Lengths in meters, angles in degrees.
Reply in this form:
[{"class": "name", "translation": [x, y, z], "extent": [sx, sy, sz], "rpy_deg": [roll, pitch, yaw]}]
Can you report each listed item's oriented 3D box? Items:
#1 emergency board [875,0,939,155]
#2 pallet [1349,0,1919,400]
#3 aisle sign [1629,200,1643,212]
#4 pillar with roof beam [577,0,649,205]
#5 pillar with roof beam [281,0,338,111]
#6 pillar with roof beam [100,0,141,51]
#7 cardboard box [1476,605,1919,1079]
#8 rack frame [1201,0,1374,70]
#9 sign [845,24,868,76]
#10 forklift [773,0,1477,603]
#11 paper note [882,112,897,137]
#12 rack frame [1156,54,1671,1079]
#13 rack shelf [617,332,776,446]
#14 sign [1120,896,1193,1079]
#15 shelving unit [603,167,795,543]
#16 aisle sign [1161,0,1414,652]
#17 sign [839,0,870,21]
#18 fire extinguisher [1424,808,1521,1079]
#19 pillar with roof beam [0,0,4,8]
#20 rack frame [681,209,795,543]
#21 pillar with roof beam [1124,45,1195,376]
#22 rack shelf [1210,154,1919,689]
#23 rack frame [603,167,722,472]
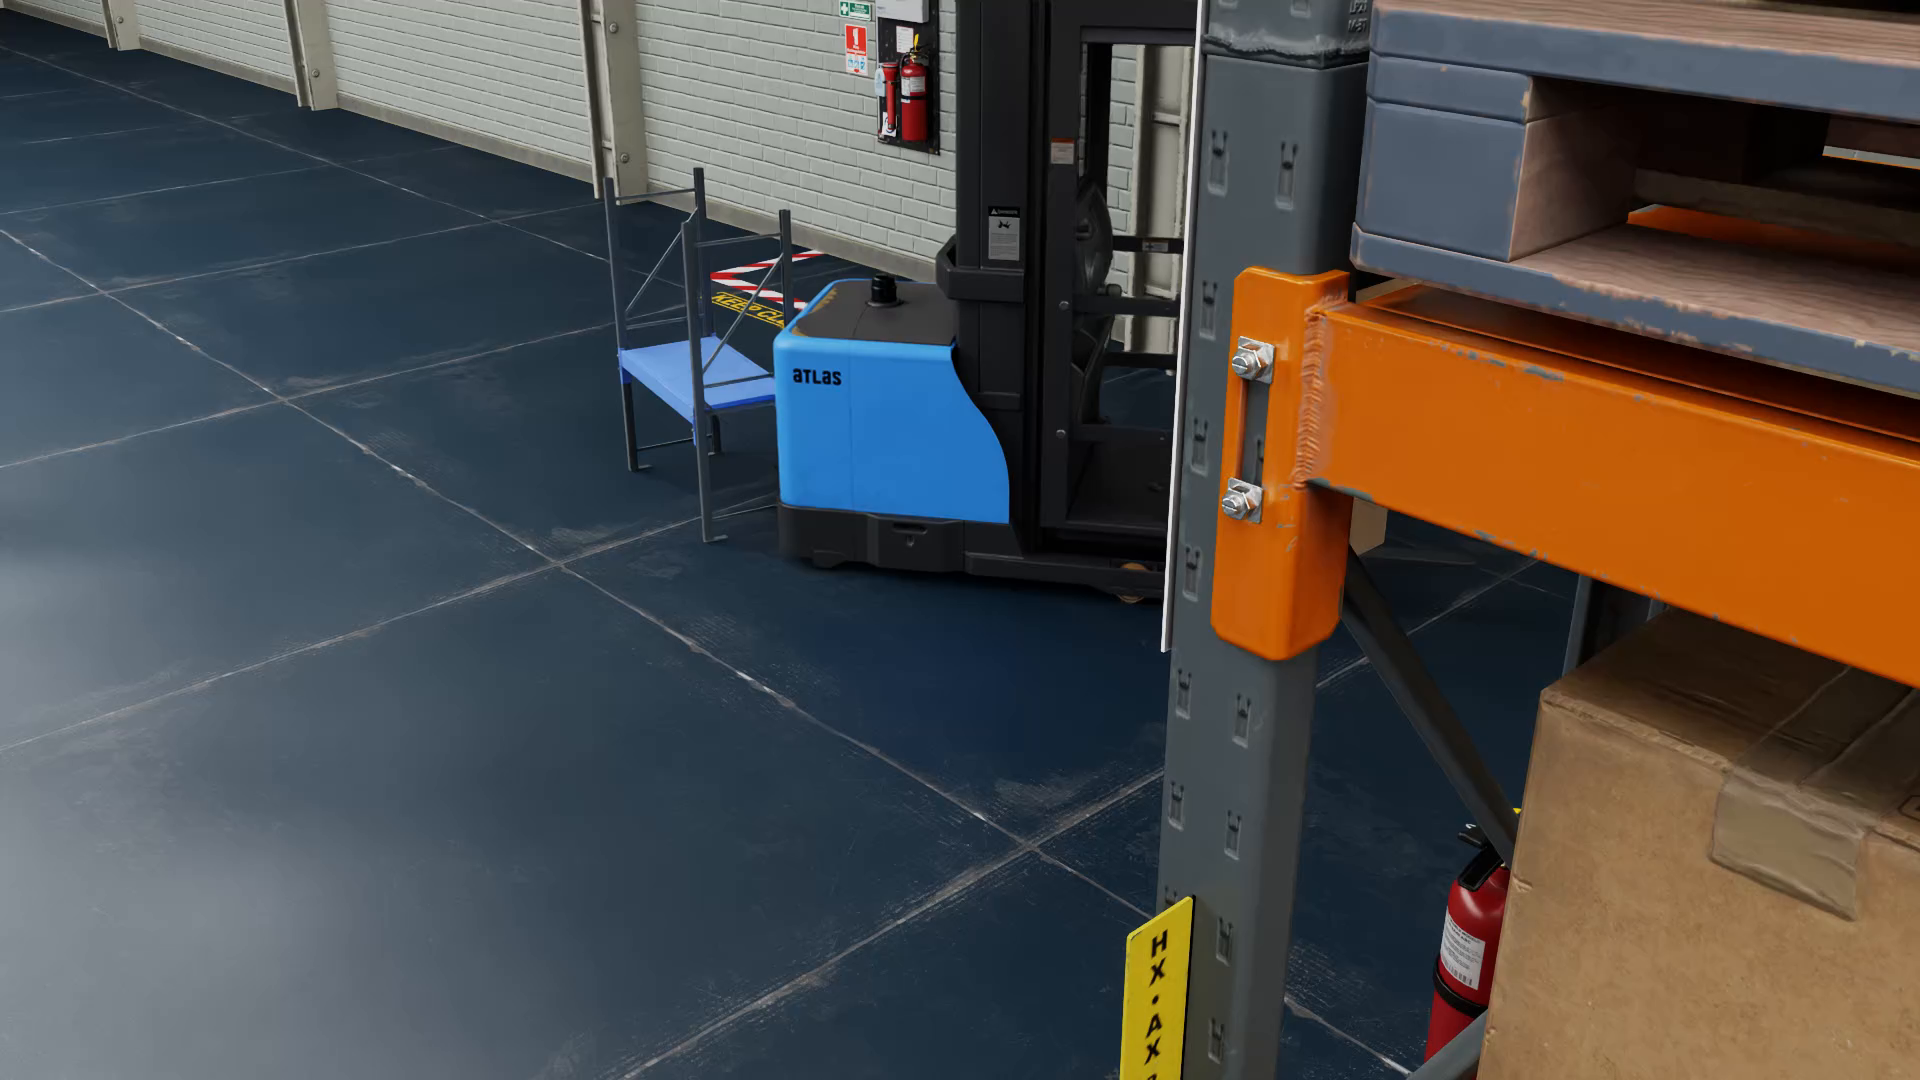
[{"class": "emergency board", "translation": [-0.419, -3.201, 11.152], "extent": [0.194, 1.169, 0.643], "rpy_deg": [-21, 32, -38]}, {"class": "pallet", "translation": [1.084, -0.287, 1.257], "extent": [1.003, 0.211, 1.213], "rpy_deg": [-21, 32, -38]}, {"class": "aisle sign", "translation": [0.789, -0.470, 2.034], "extent": [0.394, 0.787, 0.004], "rpy_deg": [-21, 32, -38]}, {"class": "pillar with roof beam", "translation": [-6.002, -5.767, 9.550], "extent": [9.100, 9.000, 0.400], "rpy_deg": [-21, 32, -38]}, {"class": "pillar with roof beam", "translation": [-10.103, -7.585, 13.535], "extent": [9.100, 9.000, 0.400], "rpy_deg": [-21, 32, -38]}, {"class": "pillar with roof beam", "translation": [-14.204, -9.403, 17.519], "extent": [9.100, 9.000, 0.400], "rpy_deg": [-21, 32, -38]}, {"class": "cardboard box", "translation": [0.965, 0.341, 1.704], "extent": [0.700, 0.500, 0.500], "rpy_deg": [-21, 32, -38]}, {"class": "rack frame", "translation": [0.619, -1.913, 1.102], "extent": [1.000, 3.000, 0.127], "rpy_deg": [-21, 32, -38]}, {"class": "sign", "translation": [-0.722, -3.414, 11.576], "extent": [0.001, 0.329, 0.234], "rpy_deg": [-21, 32, -38]}, {"class": "forklift", "translation": [0.755, -1.290, 7.045], "extent": [3.031, 2.935, 1.130], "rpy_deg": [5, 25, 10]}, {"class": "paper note", "translation": [-0.490, -2.873, 11.496], "extent": [0.016, 0.148, 0.142], "rpy_deg": [-21, 32, -38]}, {"class": "rack frame", "translation": [0.619, 0.816, 2.347], "extent": [1.000, 3.000, 0.127], "rpy_deg": [-21, 32, -38]}, {"class": "rack shelf", "translation": [-1.224, -0.742, 8.004], "extent": [0.538, 0.185, 1.000], "rpy_deg": [-13, 28, -27]}, {"class": "sign", "translation": [0.210, 0.542, 1.810], "extent": [0.100, 0.325, 0.005], "rpy_deg": [-21, 32, -38]}, {"class": "shelving unit", "translation": [-1.224, -0.906, 7.929], "extent": [0.538, 1.500, 1.048], "rpy_deg": [-13, 28, -27]}, {"class": "aisle sign", "translation": [0.351, -0.300, 1.661], "extent": [0.394, 0.787, 0.004], "rpy_deg": [-21, 32, -38]}, {"class": "sign", "translation": [-0.725, -3.651, 11.458], "extent": [0.001, 0.109, 0.331], "rpy_deg": [-21, 32, -38]}, {"class": "fire extinguisher", "translation": [0.878, 0.684, 2.730], "extent": [0.296, 0.674, 0.183], "rpy_deg": [-21, 32, -38]}, {"class": "pillar with roof beam", "translation": [-18.305, -11.221, 21.504], "extent": [9.100, 9.000, 0.400], "rpy_deg": [-21, 32, -38]}, {"class": "rack frame", "translation": [-0.971, -0.723, 7.528], "extent": [0.500, 1.500, 0.032], "rpy_deg": [-13, 28, -27]}, {"class": "pillar with roof beam", "translation": [-1.901, -3.950, 5.565], "extent": [9.100, 9.000, 0.400], "rpy_deg": [-21, 32, -38]}, {"class": "rack shelf", "translation": [1.986, 0.385, 0.546], "extent": [1.077, 0.370, 4.000], "rpy_deg": [-21, 32, -38]}, {"class": "rack frame", "translation": [-1.477, -1.089, 8.330], "extent": [0.500, 1.500, 0.032], "rpy_deg": [-13, 28, -27]}]
